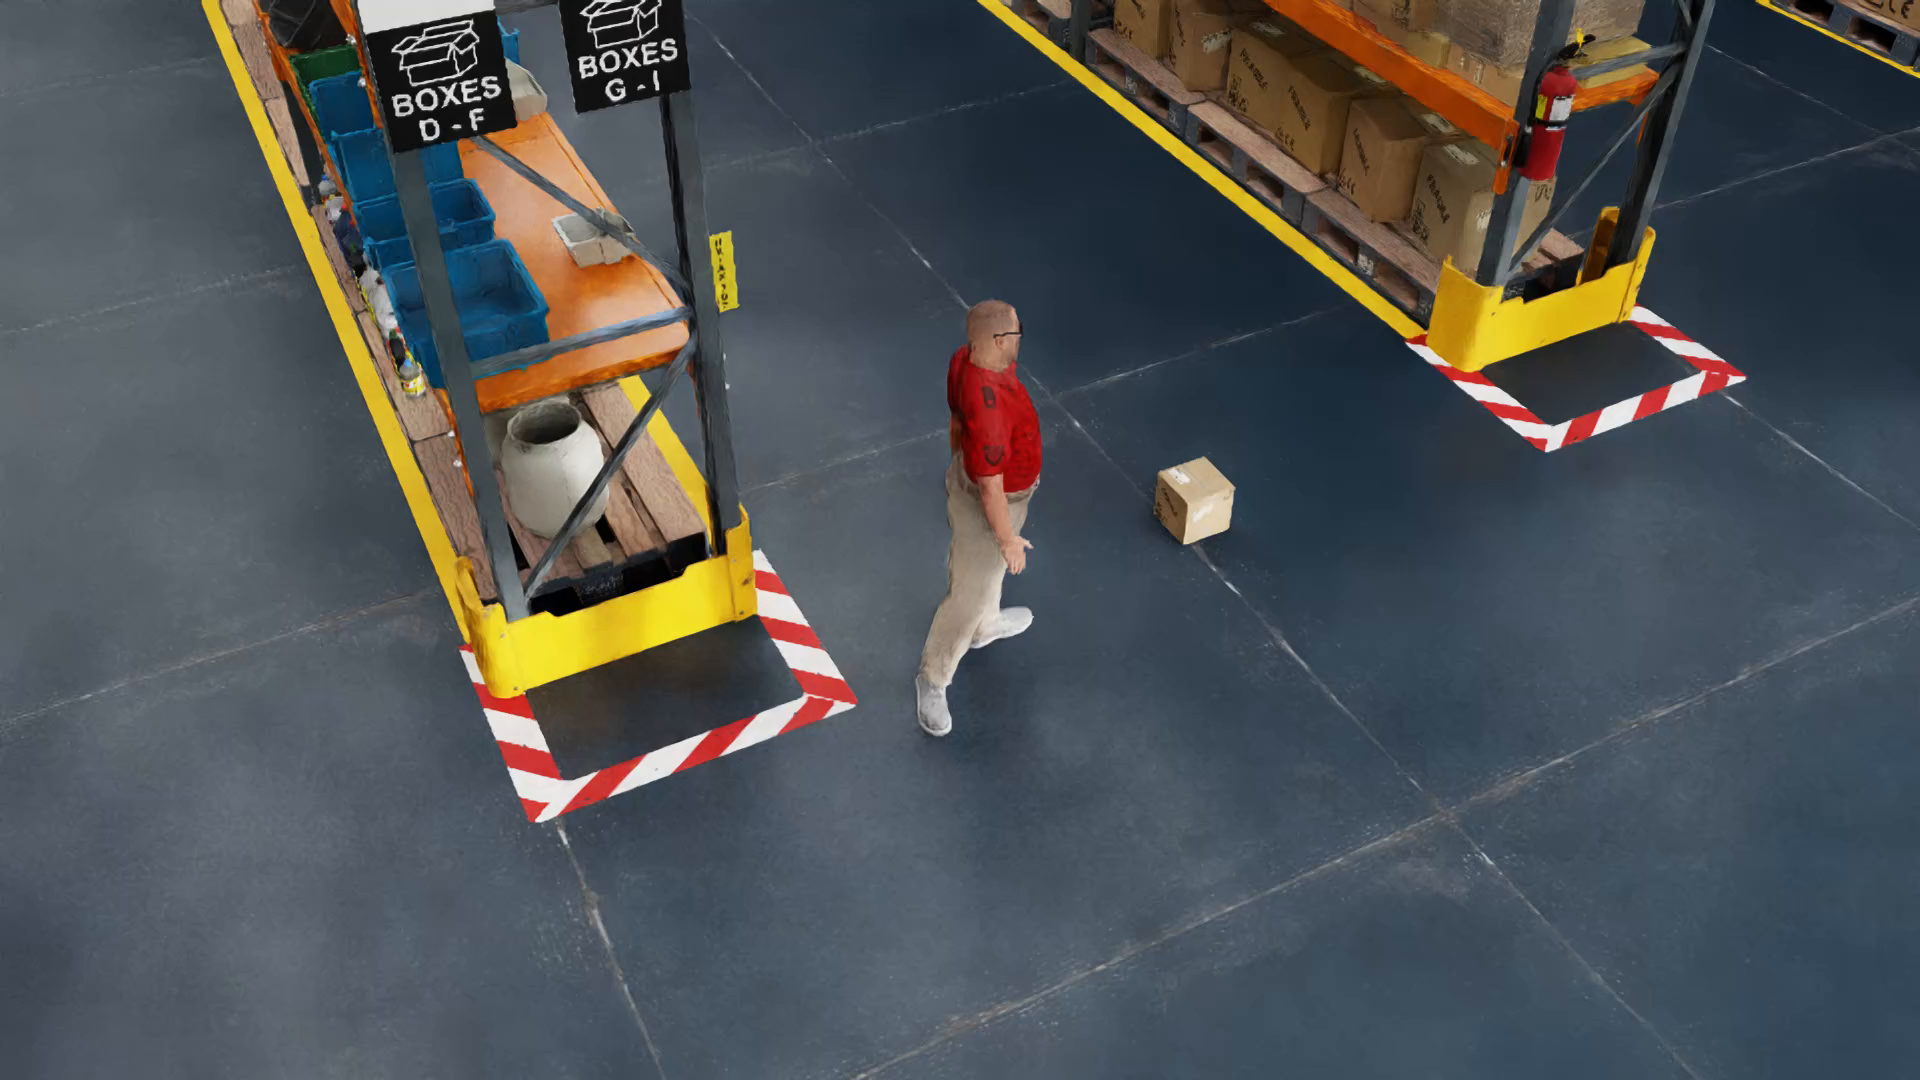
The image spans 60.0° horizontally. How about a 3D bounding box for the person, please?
[{"bbox_3d":[0.069,-0.091,6.275,0.501,1.723,0.722,-1,41,-2],"label":"person"}]
